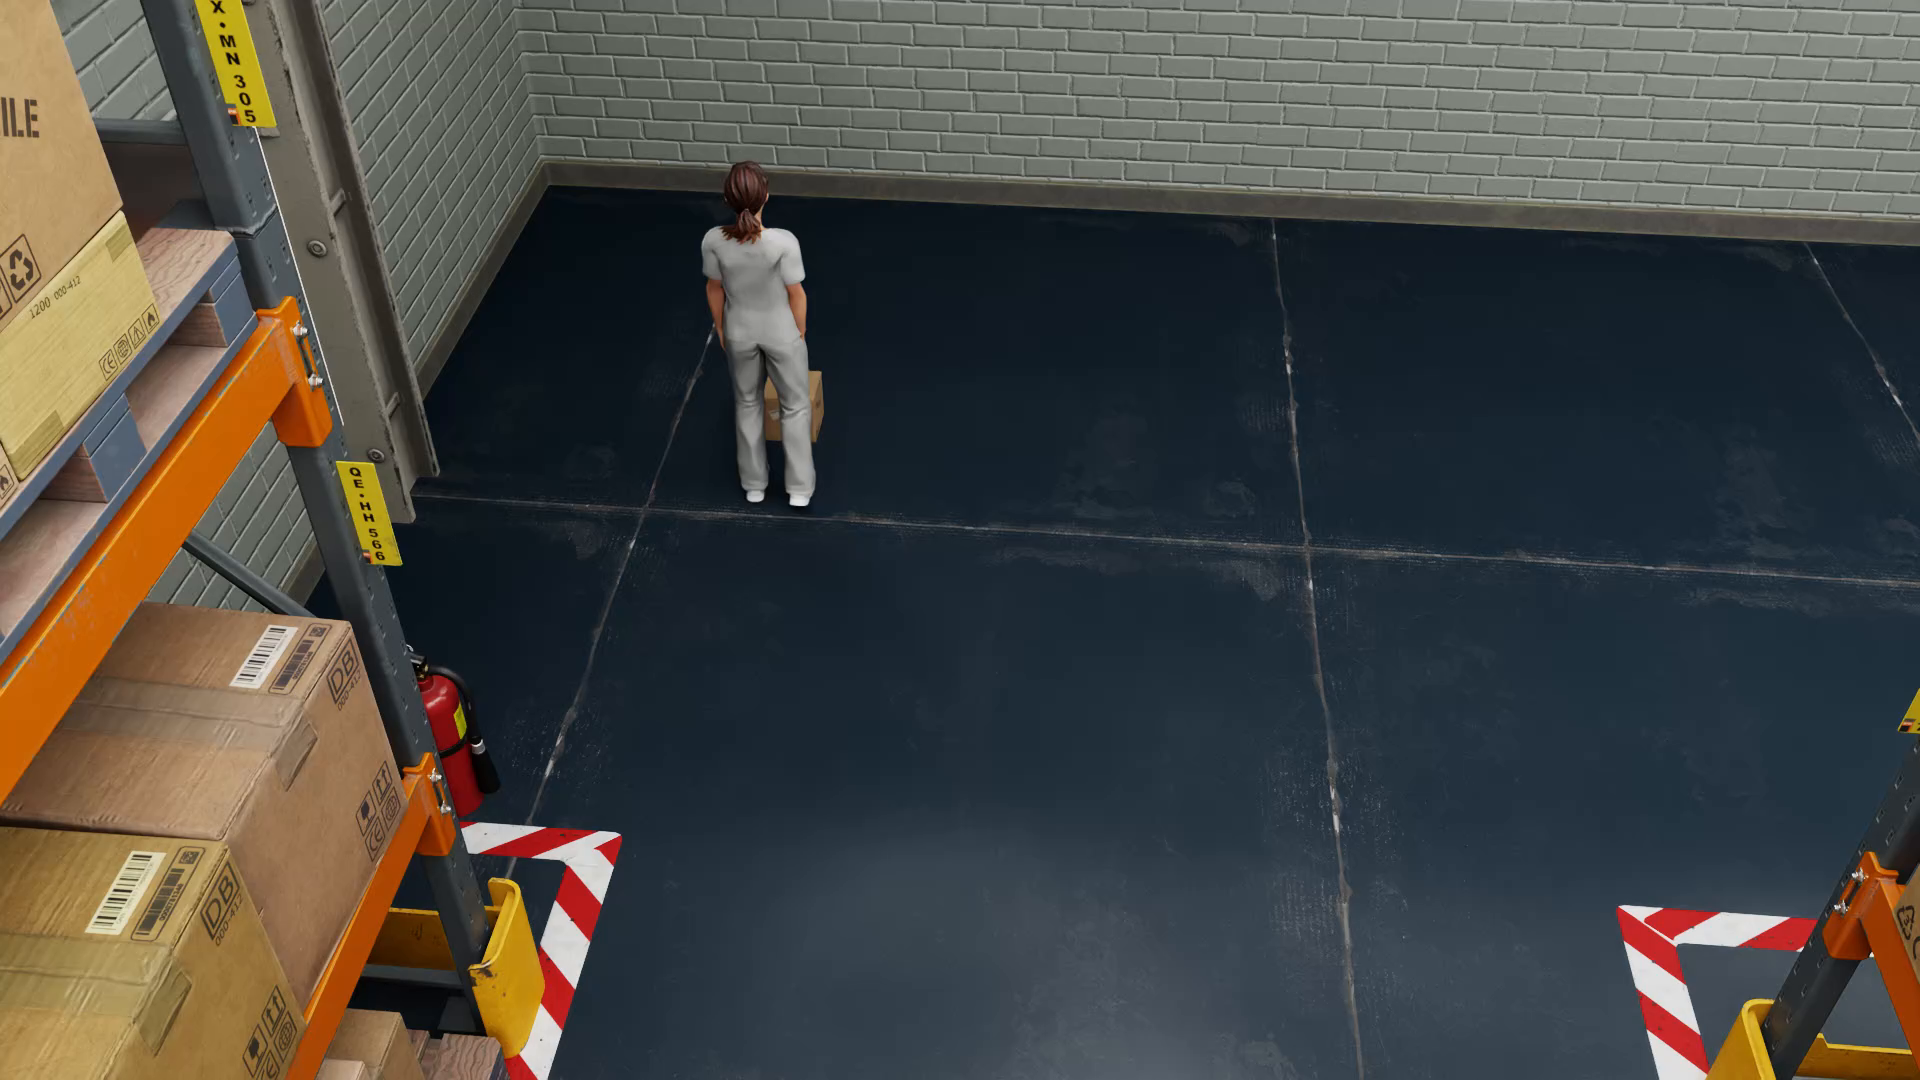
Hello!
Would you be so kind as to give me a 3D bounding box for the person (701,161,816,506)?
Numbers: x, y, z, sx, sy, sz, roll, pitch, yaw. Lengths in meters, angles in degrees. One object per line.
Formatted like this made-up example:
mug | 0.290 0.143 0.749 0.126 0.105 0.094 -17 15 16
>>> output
person | -0.861 -0.858 7.219 0.437 1.717 0.352 4 40 5
